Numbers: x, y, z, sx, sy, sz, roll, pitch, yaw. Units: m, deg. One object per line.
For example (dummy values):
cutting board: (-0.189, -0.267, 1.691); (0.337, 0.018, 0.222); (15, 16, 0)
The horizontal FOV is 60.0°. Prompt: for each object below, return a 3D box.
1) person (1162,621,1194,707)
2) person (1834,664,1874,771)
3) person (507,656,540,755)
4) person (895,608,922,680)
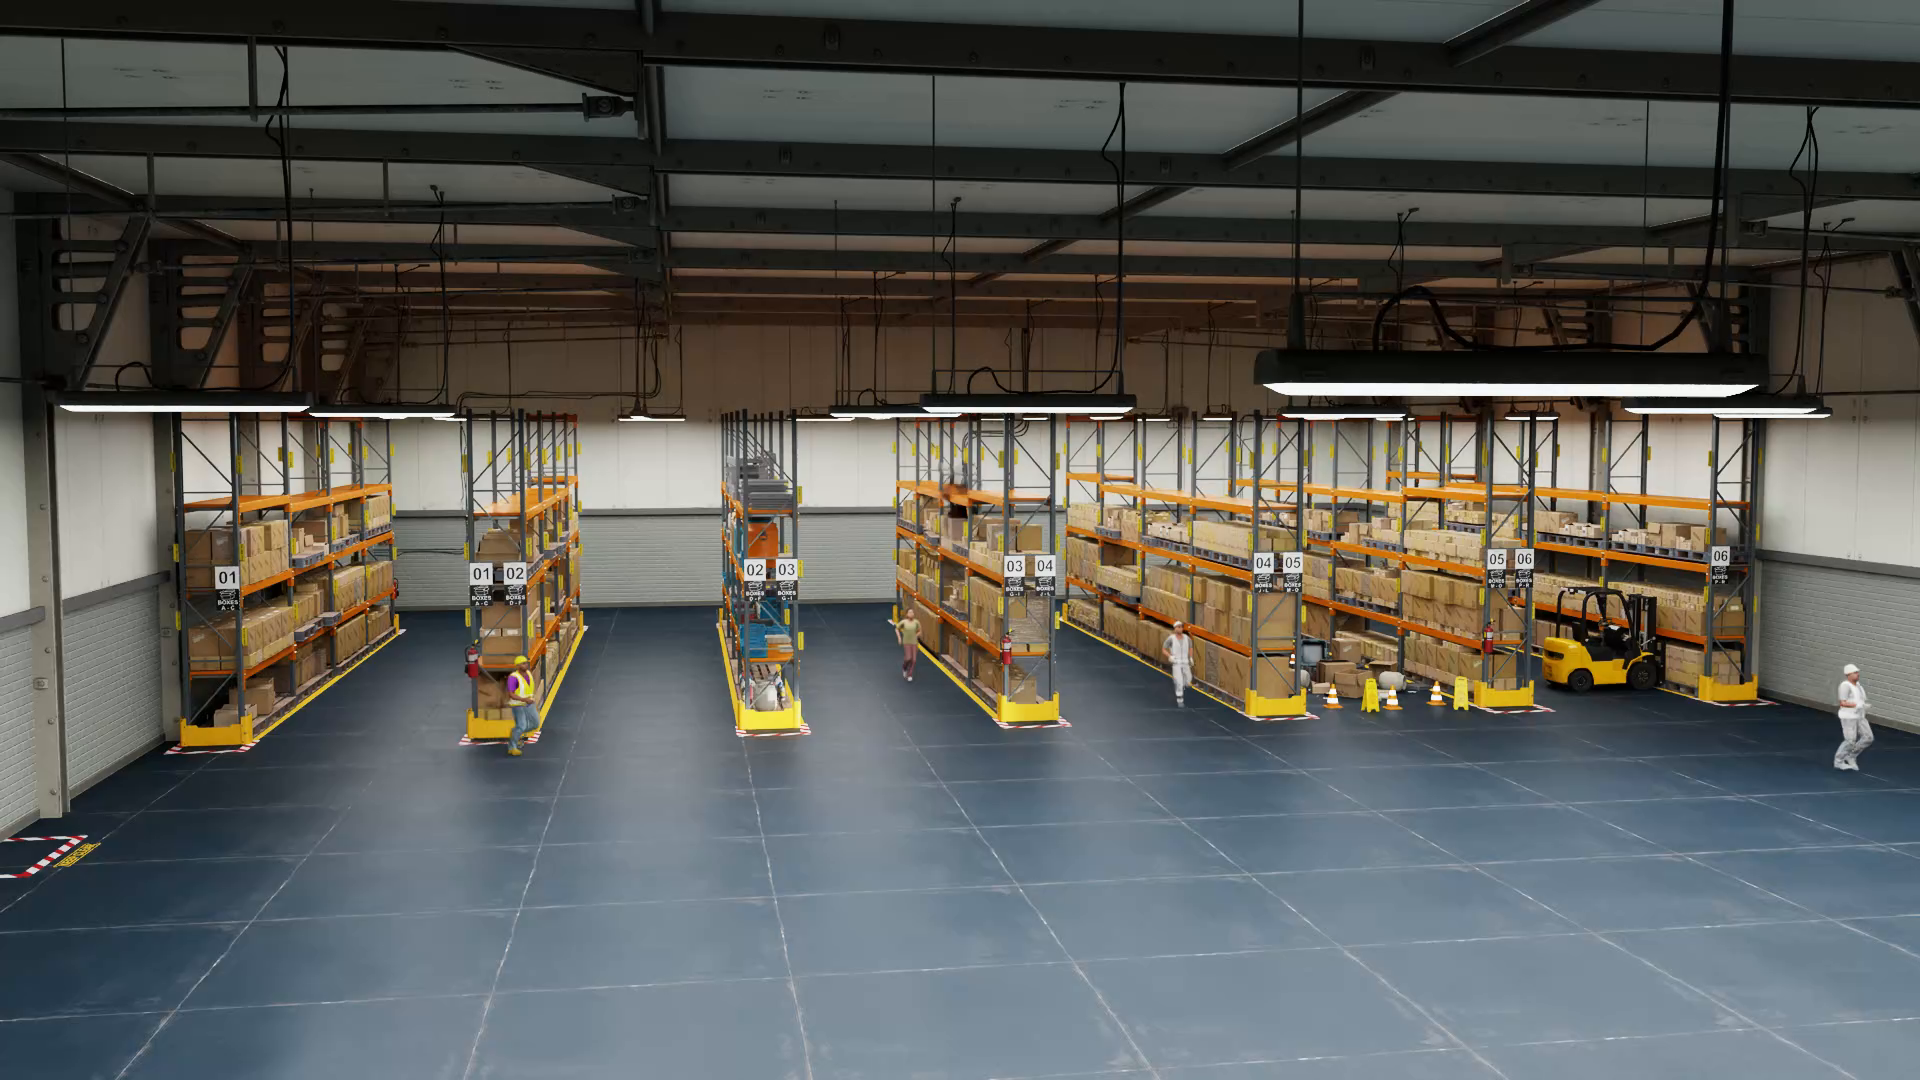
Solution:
person: (4.441, 2.509, 33.843); (0.676, 1.724, 0.663); (-1, 4, -18)
person: (14.716, 2.935, 27.307); (0.660, 1.776, 0.641); (-3, 5, -33)
person: (-7.540, 2.852, 28.801); (0.657, 1.717, 0.739); (2, 4, 26)
person: (-1.104, 2.322, 36.971); (0.566, 1.629, 0.550); (-1, 4, -17)
